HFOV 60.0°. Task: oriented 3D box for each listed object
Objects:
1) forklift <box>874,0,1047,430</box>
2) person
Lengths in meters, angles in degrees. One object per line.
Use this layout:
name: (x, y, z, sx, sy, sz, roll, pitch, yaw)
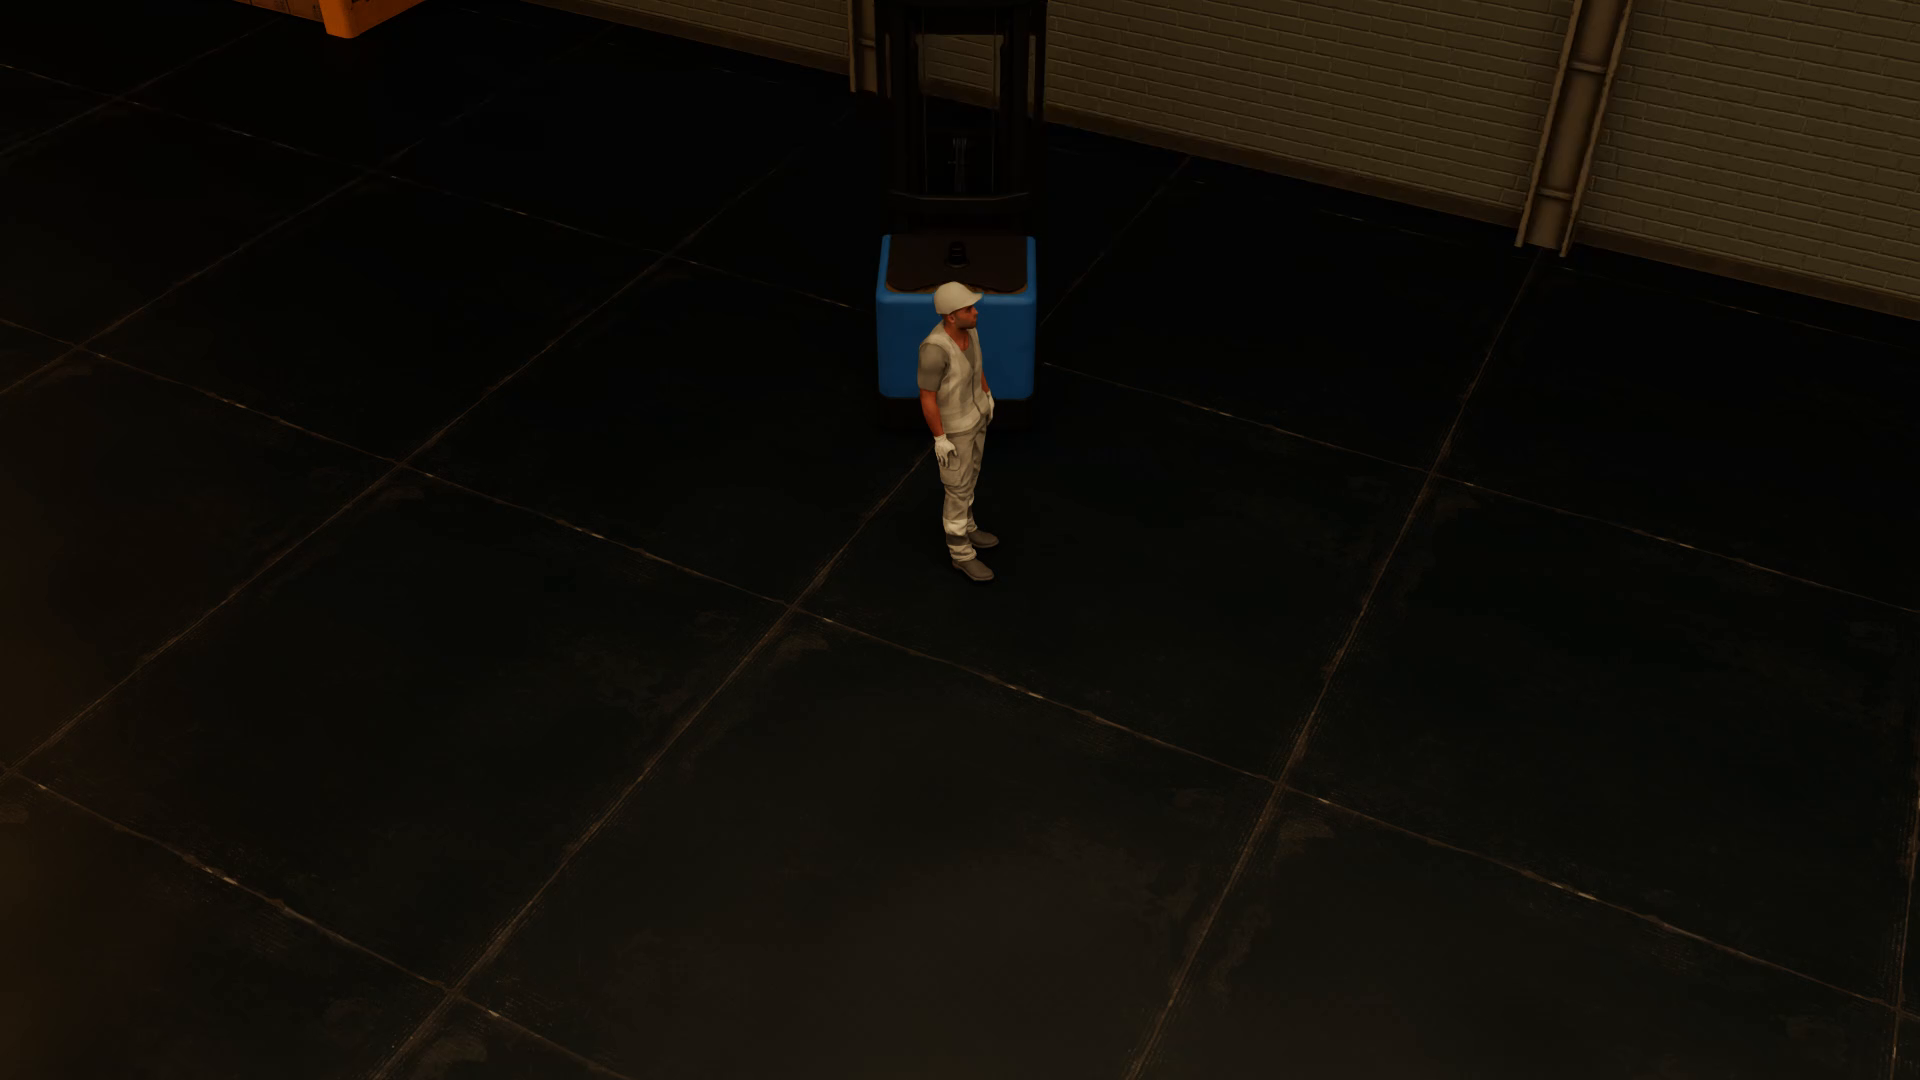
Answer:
forklift: (0.010, -2.776, 11.282, 1.130, 2.935, 3.031, 1, 40, 1)
person: (0.067, -0.659, 9.645, 0.561, 1.790, 0.638, 18, 43, 21)
